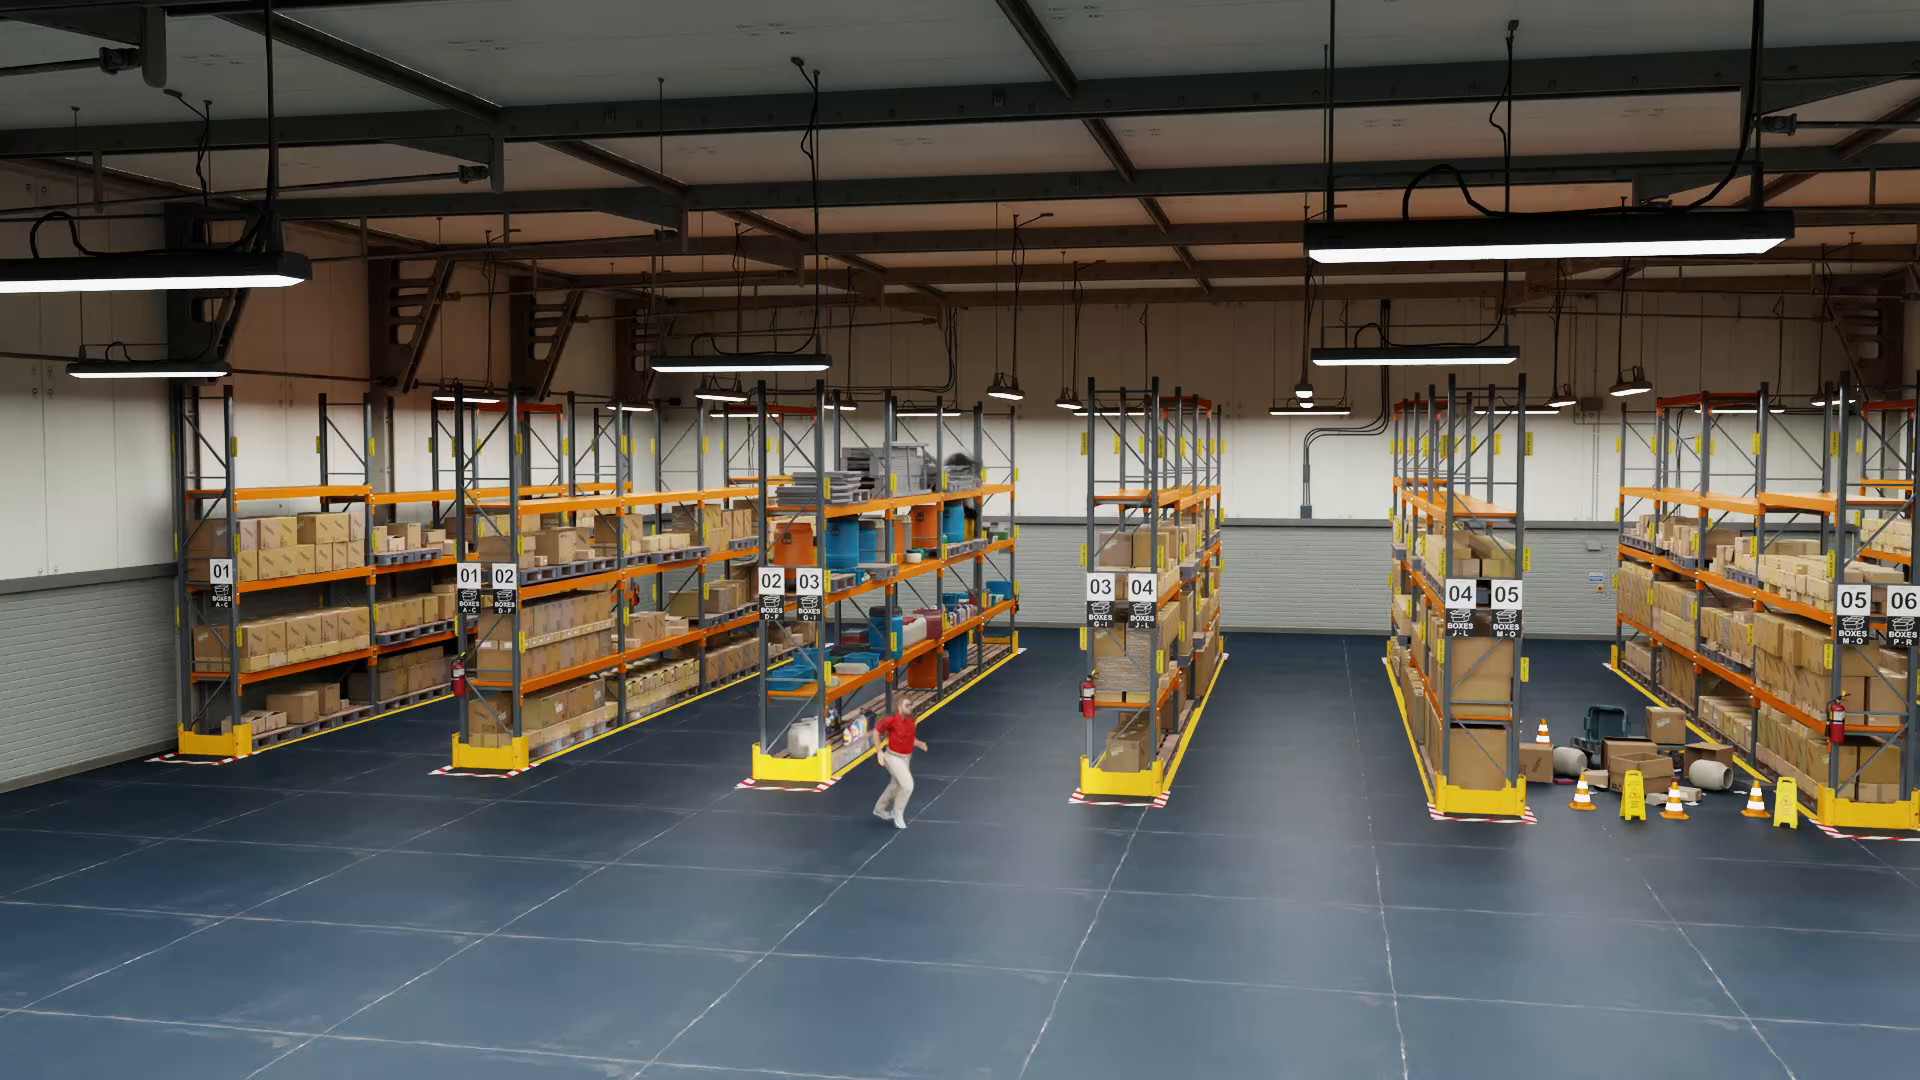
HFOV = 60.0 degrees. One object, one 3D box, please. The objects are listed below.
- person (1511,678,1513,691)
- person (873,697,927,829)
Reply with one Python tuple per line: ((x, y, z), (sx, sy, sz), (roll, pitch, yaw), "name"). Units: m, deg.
((11.038, 2.341, 33.633), (0.606, 1.582, 0.588), (0, 3, 6), "person")
((-0.820, 2.942, 21.966), (0.858, 1.753, 0.597), (2, 4, 32), "person")
